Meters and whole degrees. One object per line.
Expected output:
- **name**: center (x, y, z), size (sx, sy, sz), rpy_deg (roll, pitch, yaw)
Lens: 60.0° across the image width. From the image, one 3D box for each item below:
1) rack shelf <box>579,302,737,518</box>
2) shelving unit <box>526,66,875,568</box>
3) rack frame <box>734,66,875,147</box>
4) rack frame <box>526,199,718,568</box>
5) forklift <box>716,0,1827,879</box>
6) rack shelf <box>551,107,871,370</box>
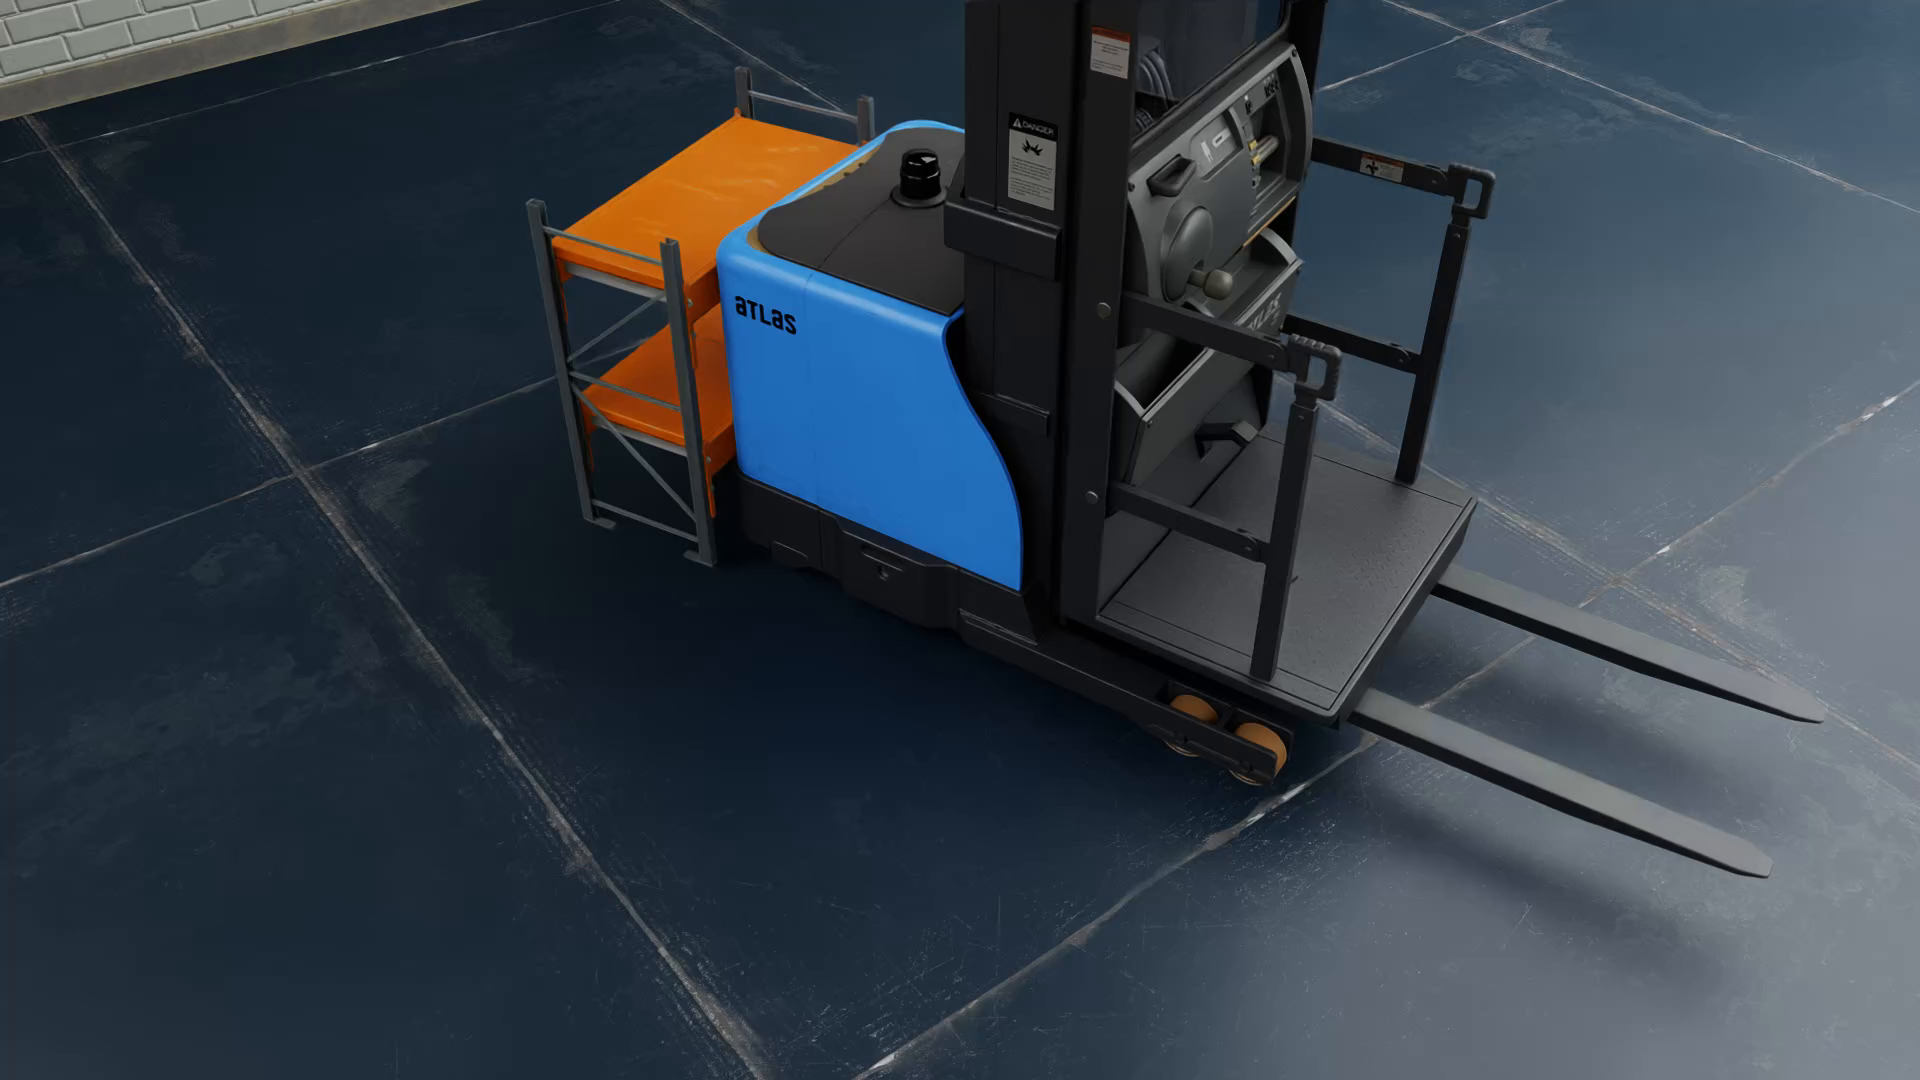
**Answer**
- **rack shelf**: center (-0.737, -0.528, 5.392), size (0.538, 0.278, 1.000), rpy_deg (19, 43, 22)
- **shelving unit**: center (-0.737, -0.717, 5.237), size (0.538, 1.125, 1.048), rpy_deg (19, 43, 22)
- **rack frame**: center (-0.494, -1.000, 5.583), size (0.500, 1.125, 0.032), rpy_deg (19, 43, 22)
- **rack frame**: center (-0.980, -0.434, 4.892), size (0.500, 1.125, 0.032), rpy_deg (19, 43, 22)
- **forklift**: center (0.823, -0.865, 3.993), size (3.031, 2.935, 1.130), rpy_deg (22, 44, 25)
- **rack shelf**: center (-0.737, -0.943, 5.052), size (0.538, 0.278, 1.000), rpy_deg (19, 43, 22)
